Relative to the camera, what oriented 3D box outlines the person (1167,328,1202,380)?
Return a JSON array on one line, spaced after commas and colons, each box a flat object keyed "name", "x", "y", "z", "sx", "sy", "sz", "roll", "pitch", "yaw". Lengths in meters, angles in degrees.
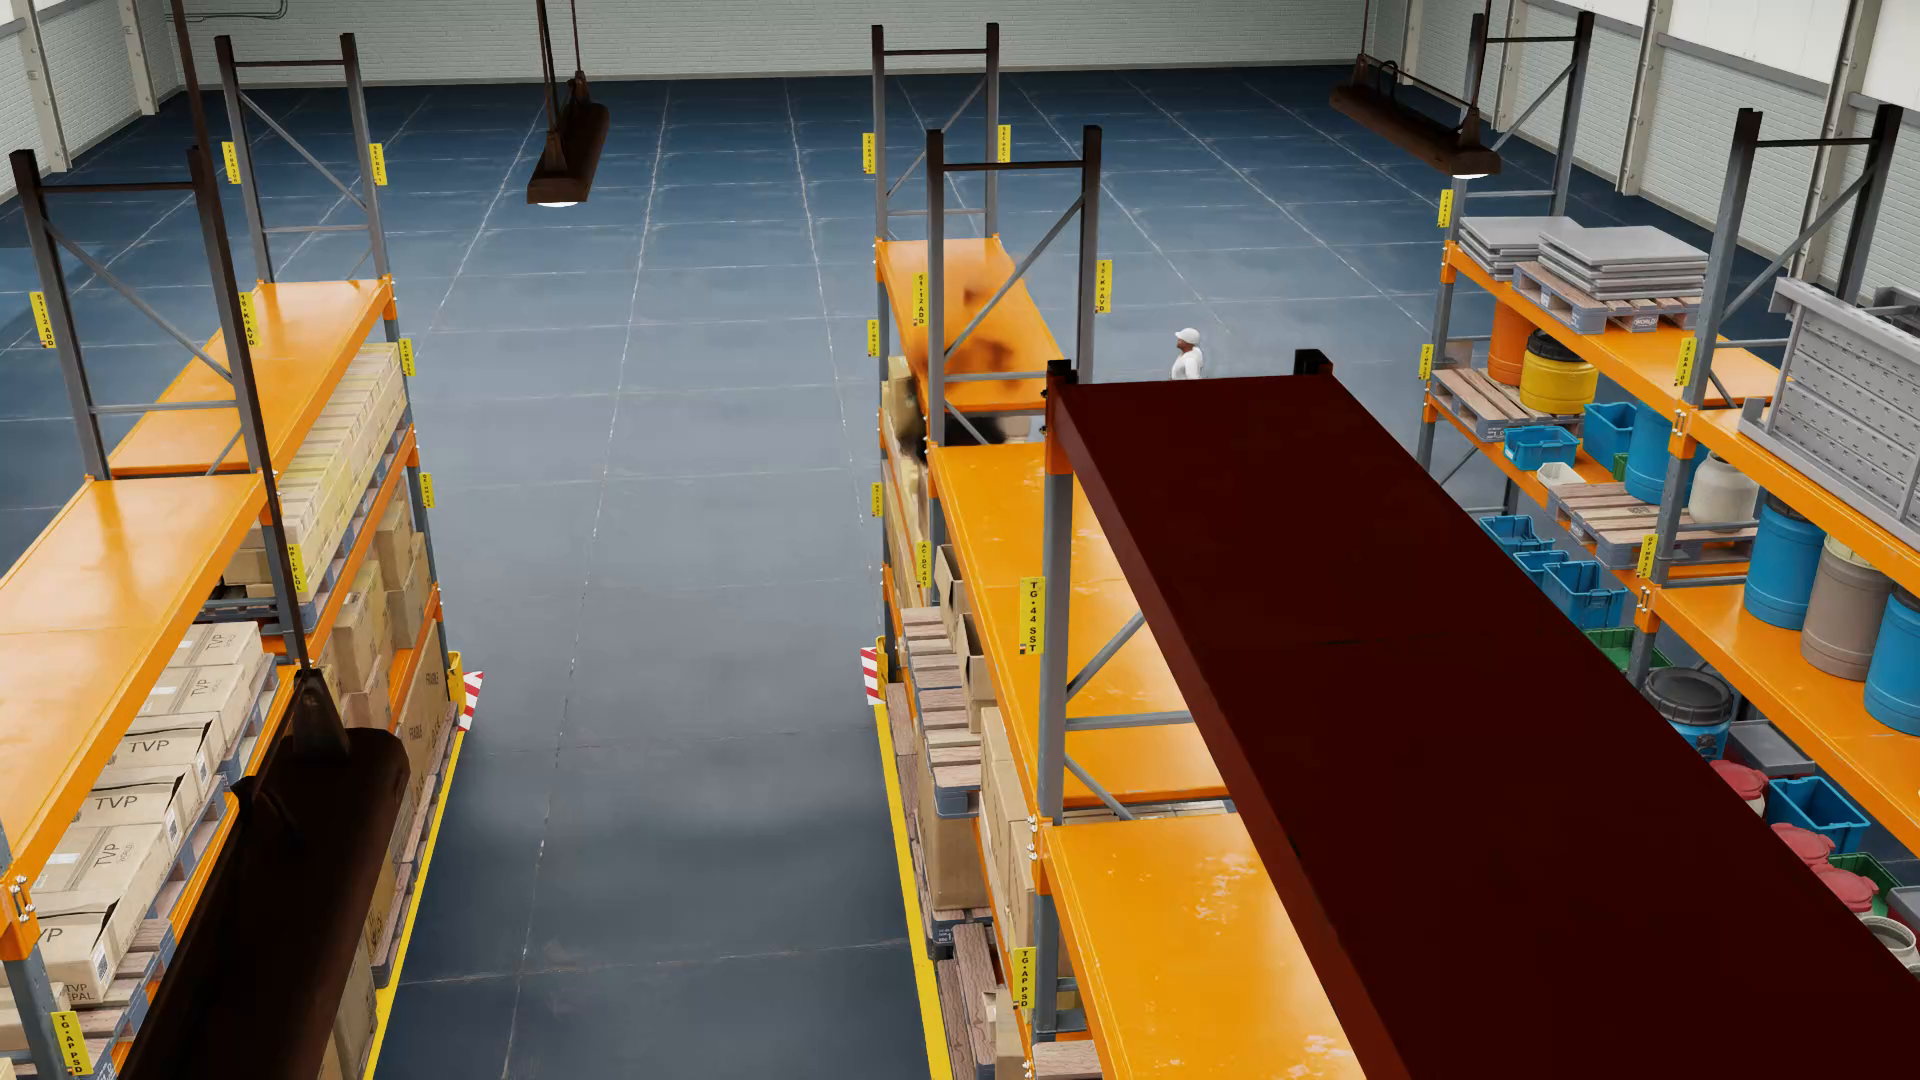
[{"name": "person", "x": 2.734, "y": -1.741, "z": 20.159, "sx": 0.588, "sy": 1.727, "sz": 0.726, "roll": 7, "pitch": 26, "yaw": 15}]
